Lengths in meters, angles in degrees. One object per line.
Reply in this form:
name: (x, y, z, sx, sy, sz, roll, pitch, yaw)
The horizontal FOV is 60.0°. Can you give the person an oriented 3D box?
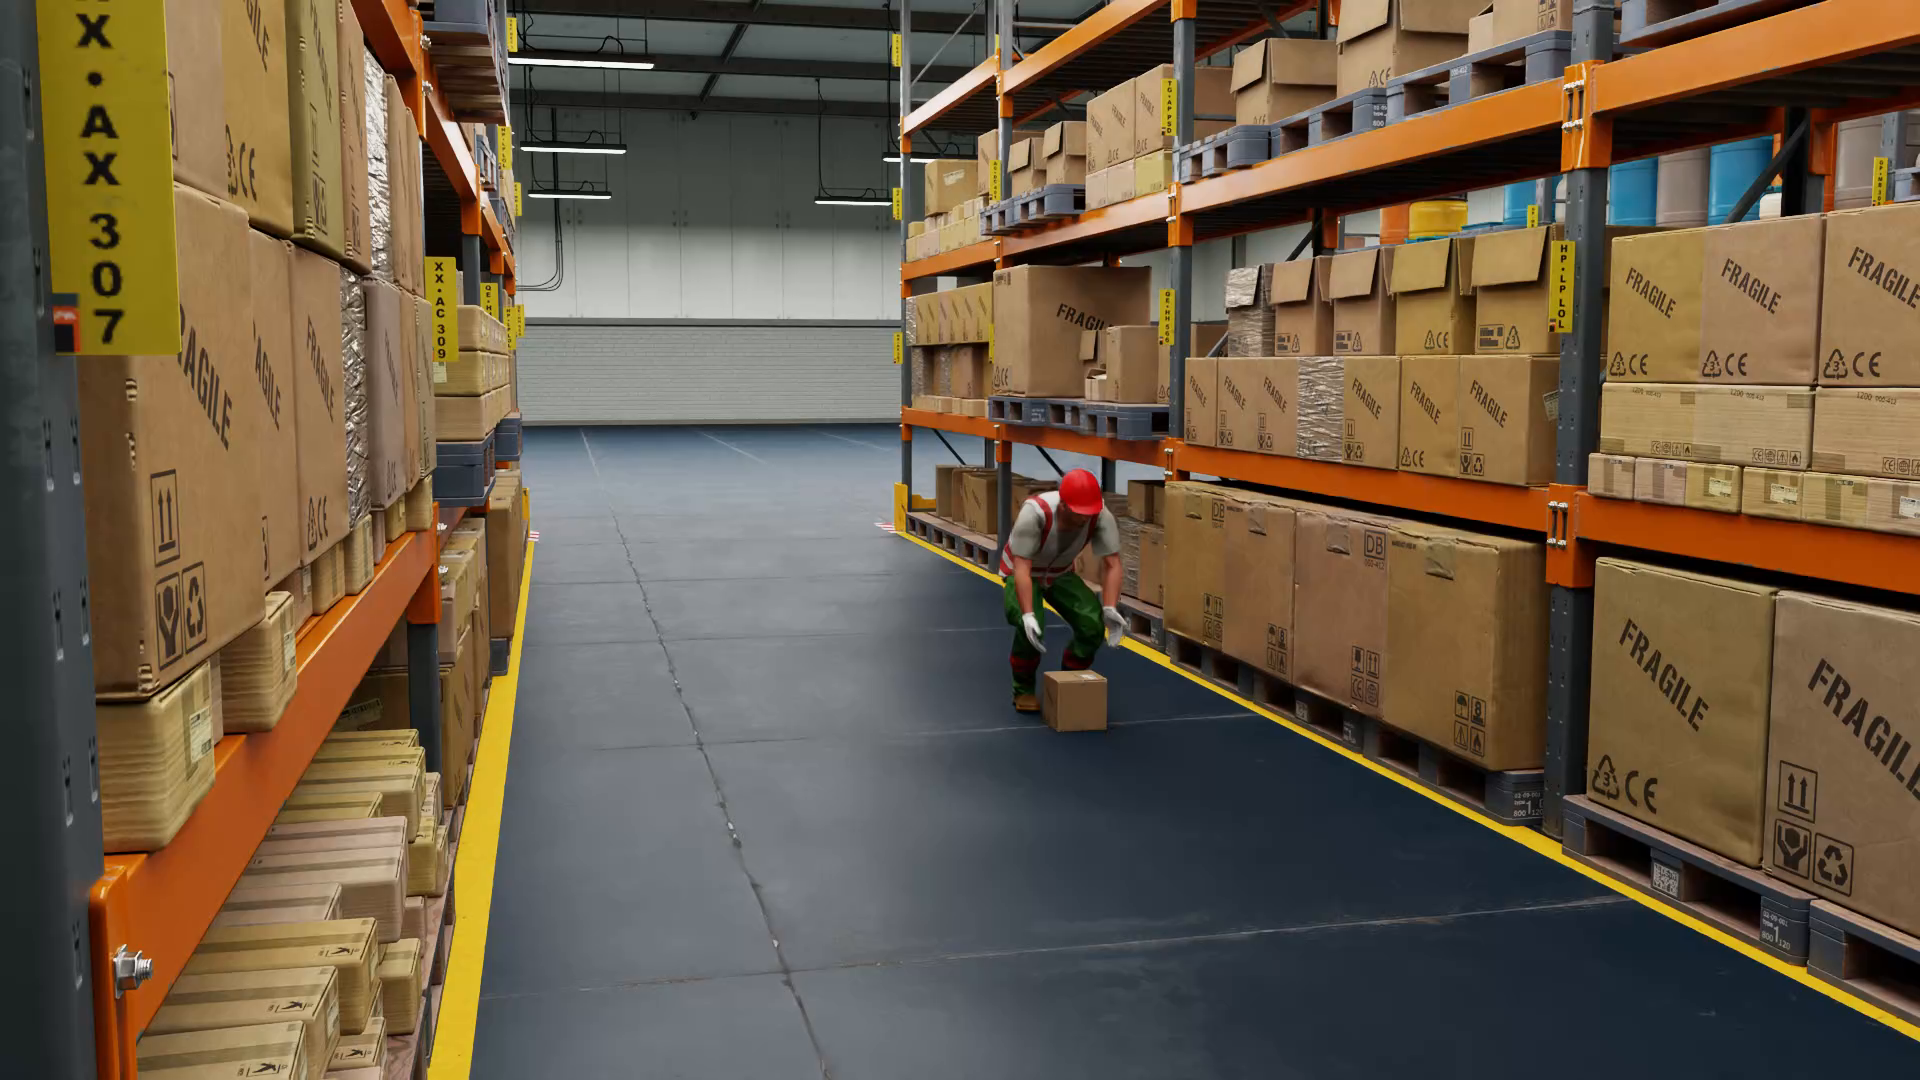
person: (0.514, 0.246, 8.479, 0.582, 1.260, 0.829, -1, 6, -14)
